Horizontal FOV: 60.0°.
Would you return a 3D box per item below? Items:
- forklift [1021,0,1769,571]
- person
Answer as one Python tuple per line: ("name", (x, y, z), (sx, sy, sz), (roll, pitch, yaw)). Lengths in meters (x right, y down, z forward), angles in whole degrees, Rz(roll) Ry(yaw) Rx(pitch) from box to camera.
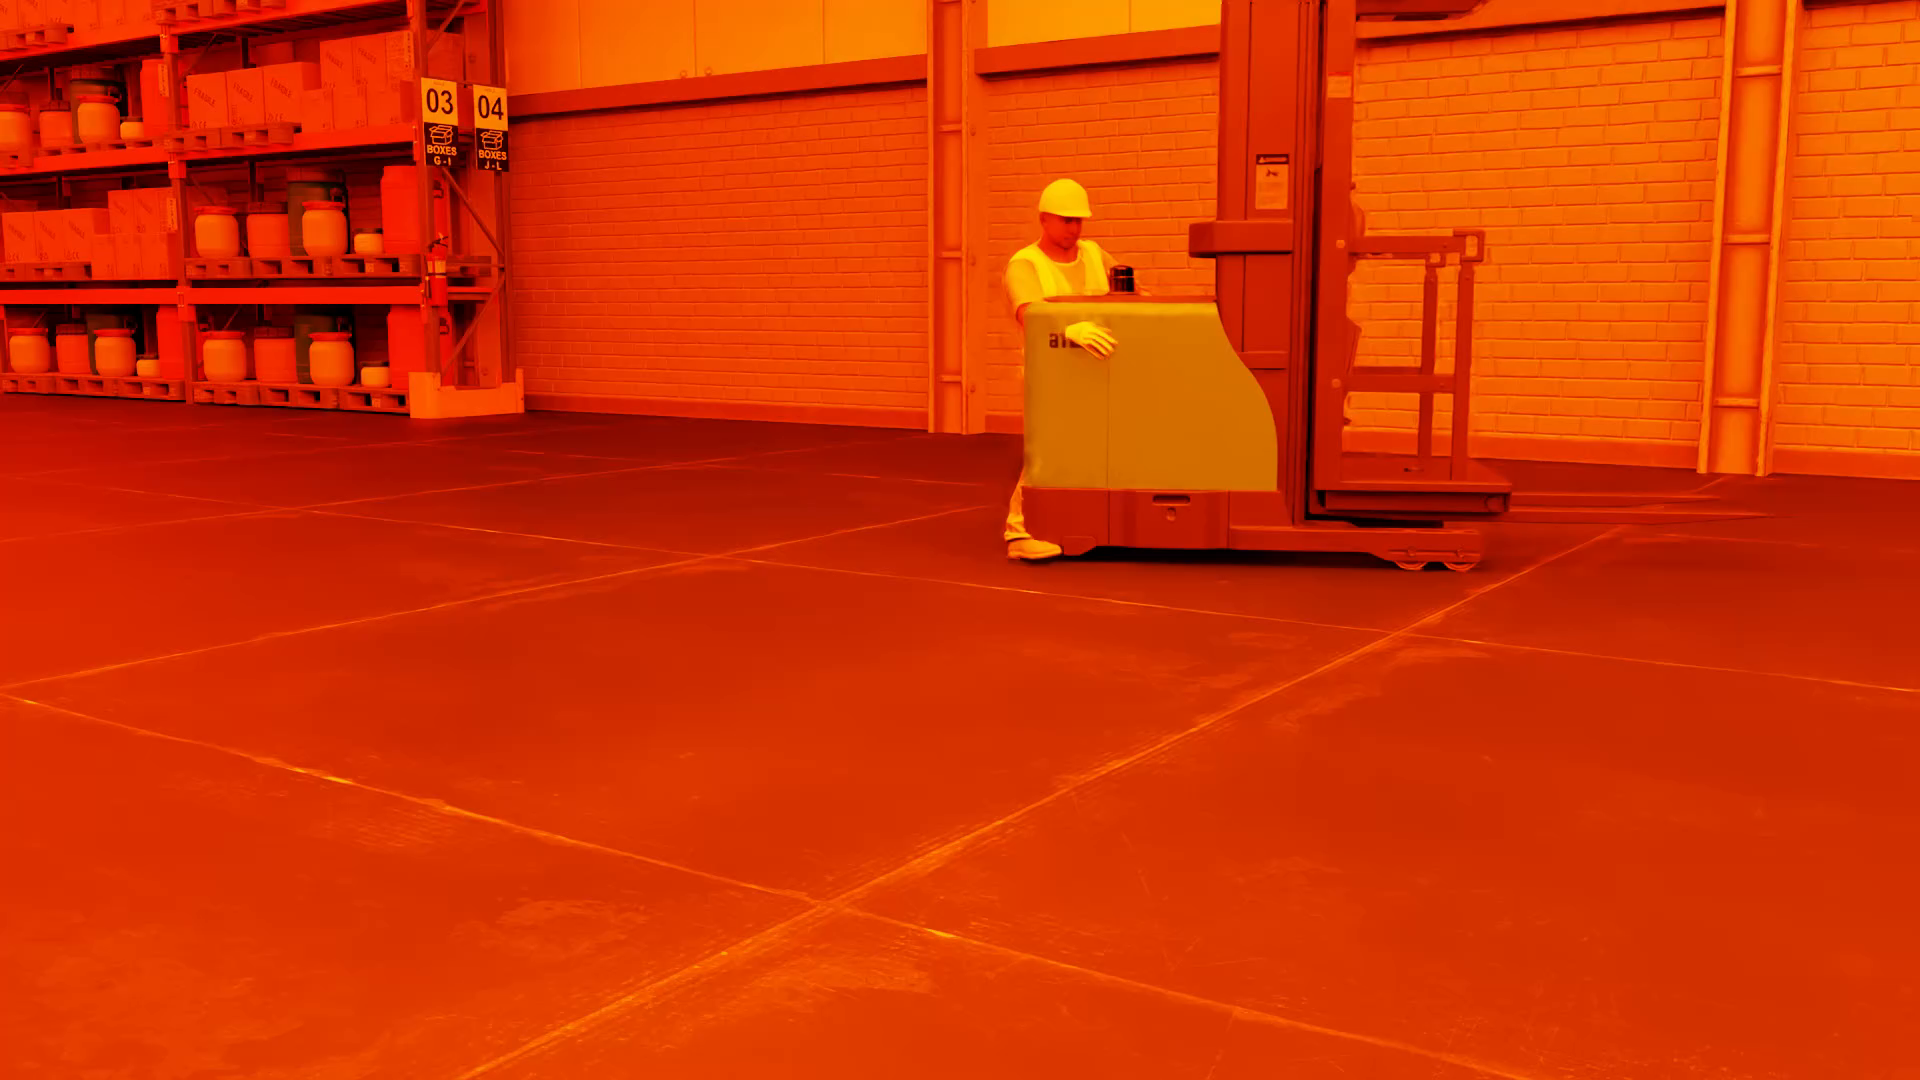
("forklift", (1.813, -1.405, 7.070), (3.031, 2.935, 1.130), (1, 8, 8))
("person", (0.581, -0.741, 7.162), (0.927, 1.606, 0.756), (-5, 9, -31))
